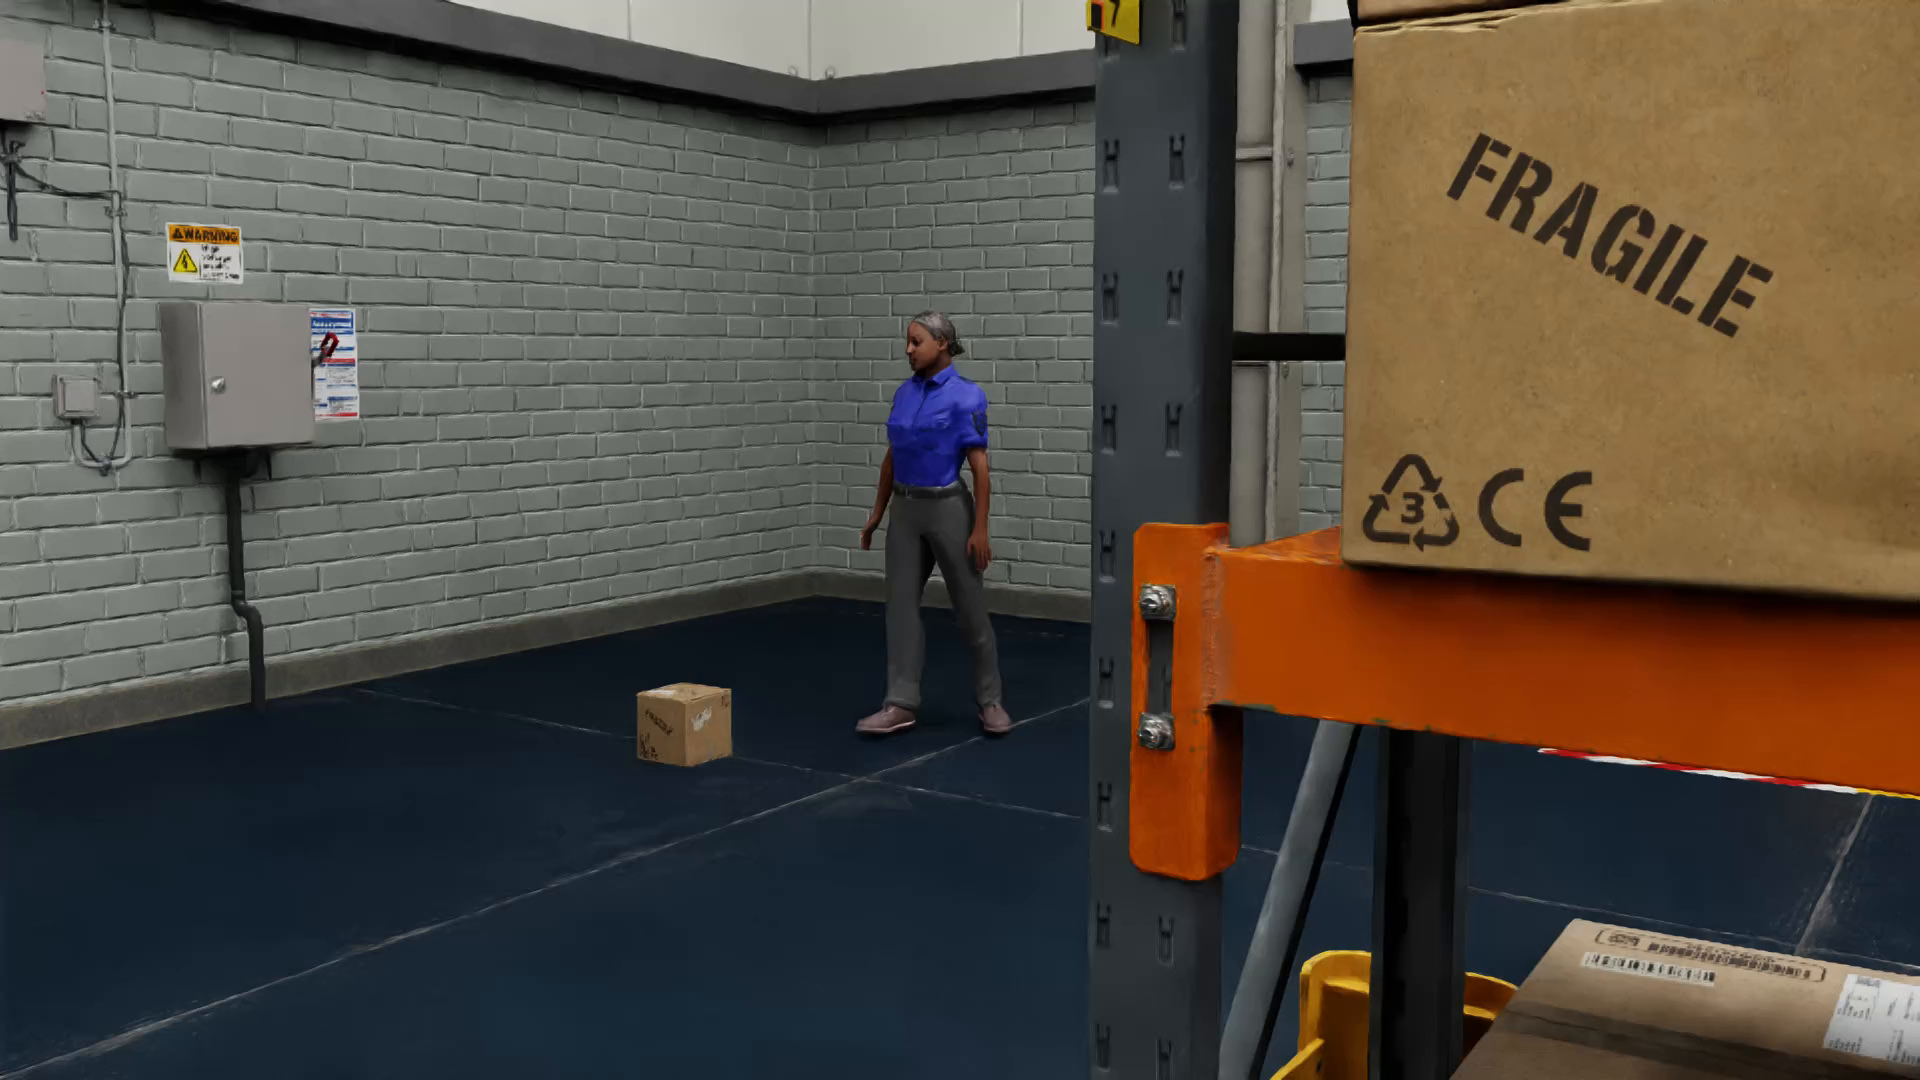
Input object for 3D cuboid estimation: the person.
[{"bbox_3d":[-0.127,-0.071,6.523,0.648,1.646,0.566,5,8,36],"label":"person"}]
